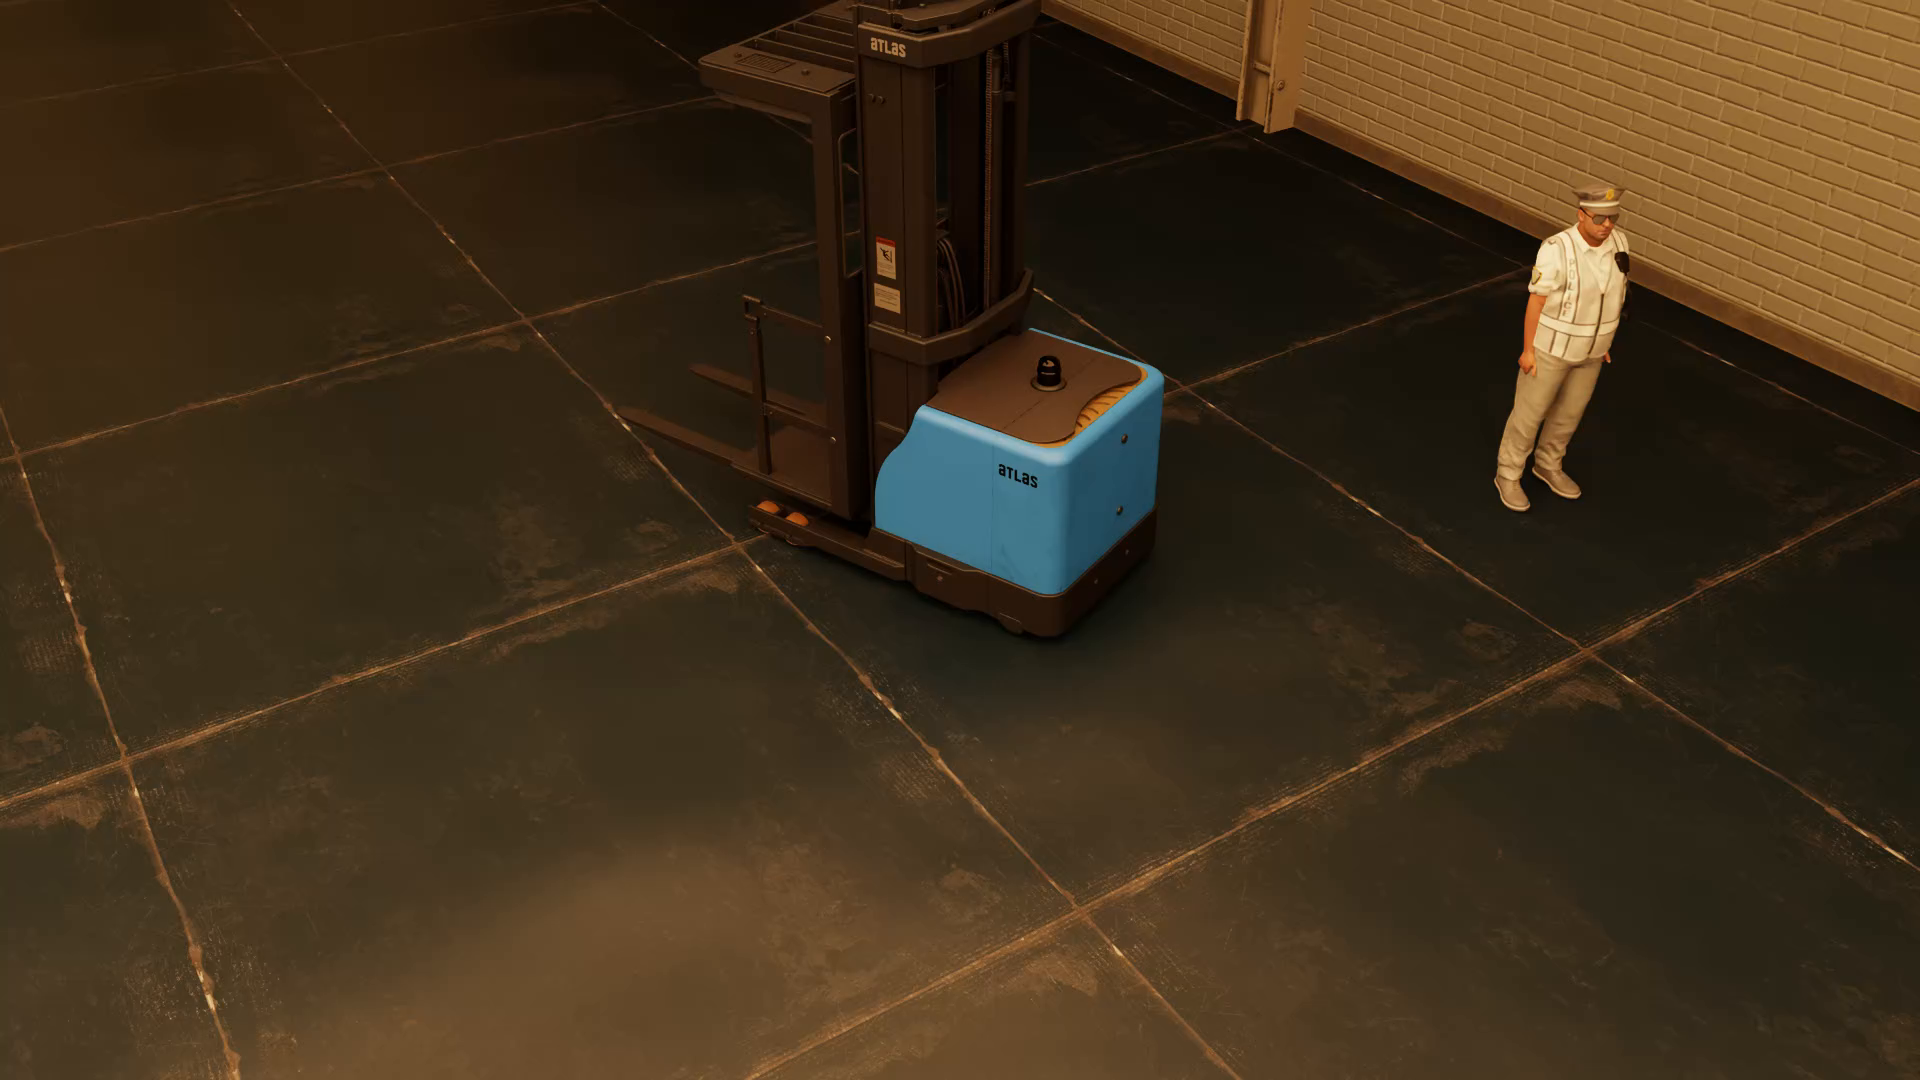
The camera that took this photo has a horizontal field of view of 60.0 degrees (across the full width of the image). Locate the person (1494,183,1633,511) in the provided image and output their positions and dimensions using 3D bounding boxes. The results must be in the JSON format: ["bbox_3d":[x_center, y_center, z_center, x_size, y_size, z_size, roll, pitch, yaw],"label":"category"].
[{"bbox_3d":[3.147,-1.012,8.597,0.522,1.775,0.401,-11,37,-15],"label":"person"}]

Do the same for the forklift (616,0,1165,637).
[{"bbox_3d":[-0.500,-1.399,8.138,3.031,2.935,1.130,22,41,28],"label":"forklift"}]
